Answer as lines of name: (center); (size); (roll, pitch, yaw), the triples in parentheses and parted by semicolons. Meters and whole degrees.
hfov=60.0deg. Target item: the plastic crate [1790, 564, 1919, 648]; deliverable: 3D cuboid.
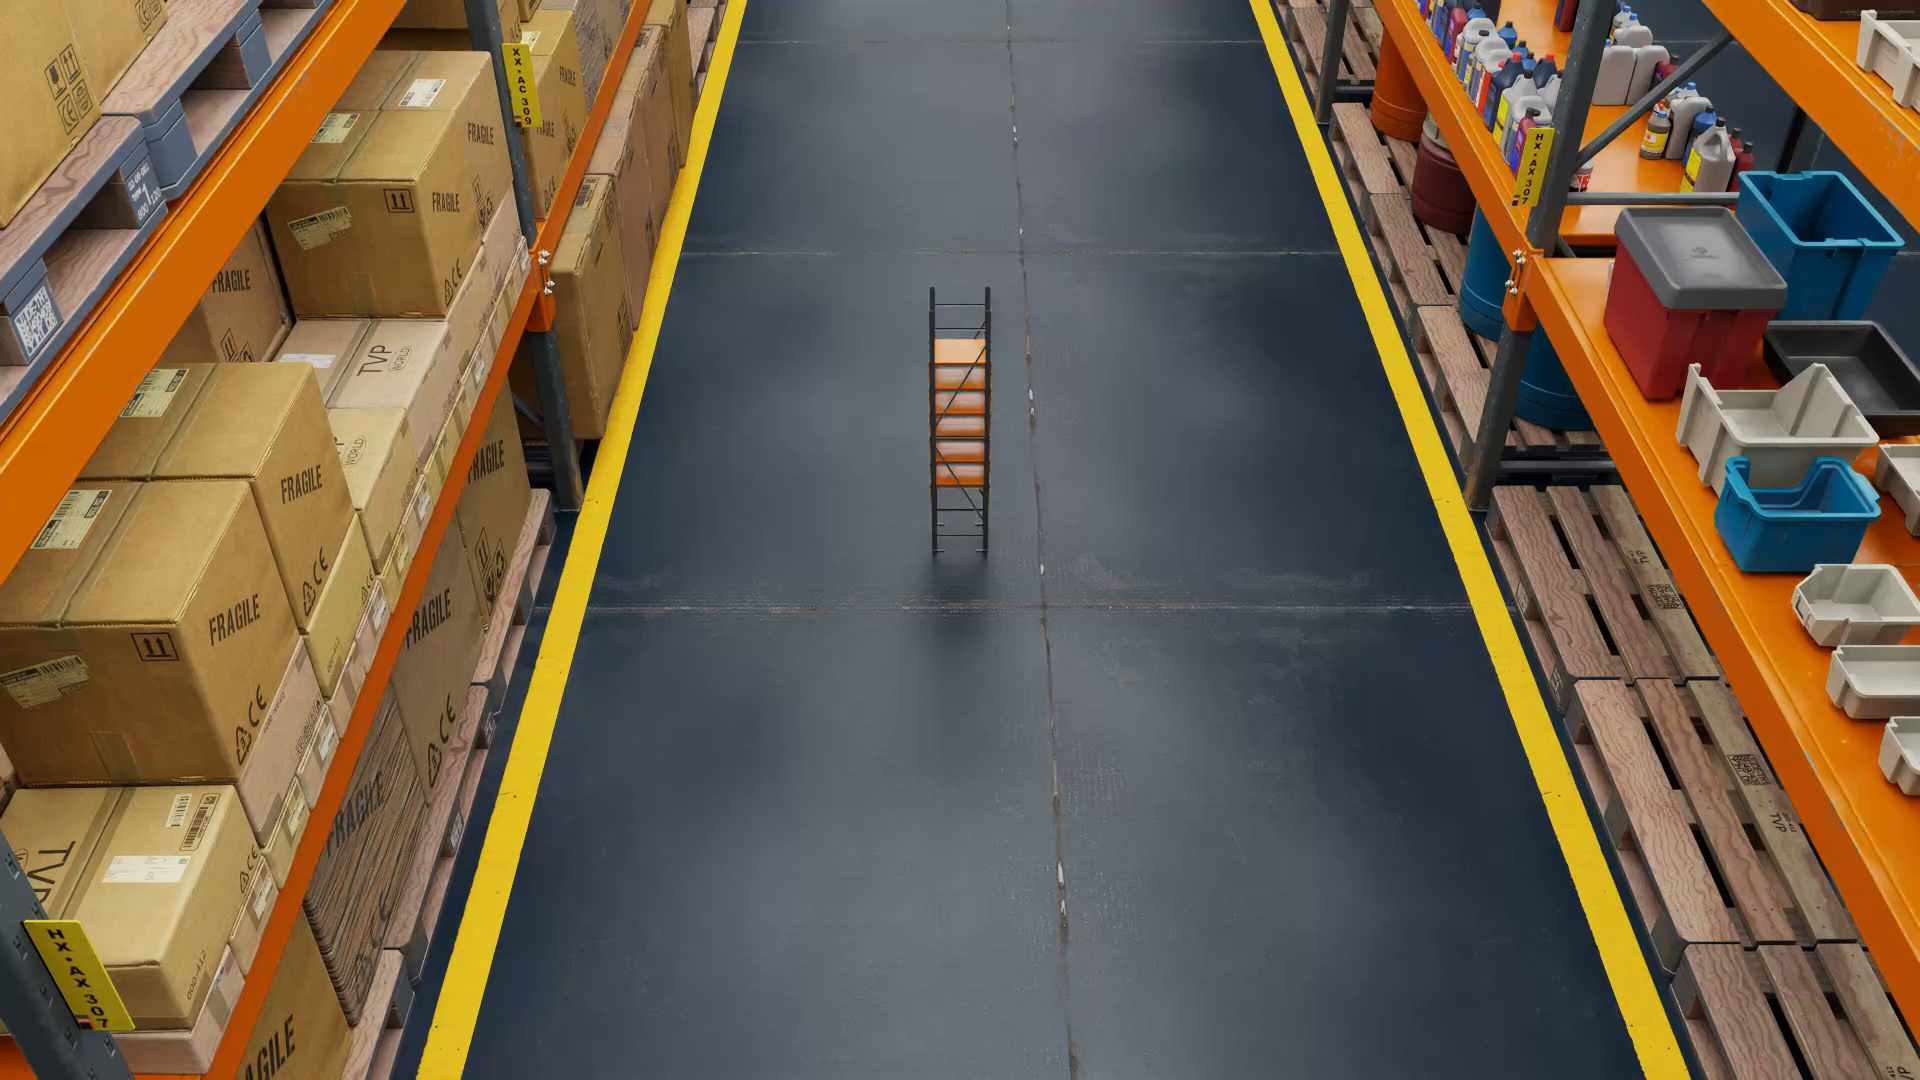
plastic crate: (2.556, 0.201, 4.763); (0.298, 0.136, 0.250); (0, 39, 0)

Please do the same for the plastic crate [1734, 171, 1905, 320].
plastic crate: (3.105, -1.055, 6.132); (0.392, 0.384, 0.575); (0, 39, 0)

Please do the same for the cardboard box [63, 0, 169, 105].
cardboard box: (-2.169, -1.237, 3.500); (0.700, 0.500, 0.500); (-2, 39, -3)

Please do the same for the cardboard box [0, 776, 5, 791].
cardboard box: (-2.449, 0.521, 3.483); (0.500, 0.500, 0.500); (0, 39, 1)

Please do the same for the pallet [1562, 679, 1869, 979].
pallet: (2.807, 0.984, 5.854); (1.003, 0.211, 1.213); (0, 39, 0)

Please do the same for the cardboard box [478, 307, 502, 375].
cardboard box: (-1.861, -0.716, 5.945); (0.380, 0.149, 0.250); (-1, 39, -1)

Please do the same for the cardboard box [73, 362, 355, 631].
cardboard box: (-1.923, -0.111, 4.273); (0.500, 0.500, 0.500); (-1, 39, -1)

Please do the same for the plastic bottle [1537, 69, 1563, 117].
plastic bottle: (2.579, -1.884, 7.242); (0.144, 0.351, 0.185); (0, 39, 0)

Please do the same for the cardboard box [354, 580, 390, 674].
cardboard box: (-1.860, 0.248, 4.743); (0.380, 0.149, 0.250); (0, 39, -1)

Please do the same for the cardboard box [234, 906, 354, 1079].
cardboard box: (-2.266, 1.441, 4.416); (0.875, 0.875, 0.875); (0, 39, 0)

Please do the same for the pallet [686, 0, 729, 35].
pallet: (-2.192, -3.988, 12.058); (1.003, 0.211, 1.213); (0, 39, 0)

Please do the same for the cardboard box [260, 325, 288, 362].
cardboard box: (-2.449, -0.454, 5.300); (0.500, 0.250, 0.500); (1, 39, 1)

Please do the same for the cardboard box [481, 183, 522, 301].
cardboard box: (-1.927, -1.107, 6.115); (0.500, 0.250, 0.500); (-1, 39, -1)

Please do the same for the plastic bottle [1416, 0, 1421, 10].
plastic bottle: (2.410, -2.859, 8.522); (0.097, 0.271, 0.097); (0, 39, 0)

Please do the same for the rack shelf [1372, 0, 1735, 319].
rack shelf: (2.761, -2.299, 8.295); (1.077, 0.370, 4.000); (0, 39, 0)

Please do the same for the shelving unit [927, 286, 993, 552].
shelving unit: (0.000, -0.477, 6.886); (0.258, 1.200, 0.189); (0, 39, 0)

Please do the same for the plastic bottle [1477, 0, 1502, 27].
plastic bottle: (2.586, -2.658, 8.207); (0.144, 0.351, 0.185); (0, 39, 0)

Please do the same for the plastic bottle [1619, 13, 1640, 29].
plastic bottle: (3.169, -2.365, 7.906); (0.097, 0.271, 0.097); (0, 39, 0)

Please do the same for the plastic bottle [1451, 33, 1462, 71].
plastic bottle: (2.410, -2.343, 7.934); (0.097, 0.201, 0.097); (0, 39, 0)

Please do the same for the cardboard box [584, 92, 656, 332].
cardboard box: (-2.212, -1.619, 8.235); (1.225, 0.875, 0.875); (-1, 39, -2)

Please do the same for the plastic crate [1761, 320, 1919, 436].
plastic crate: (3.033, -0.545, 5.704); (0.437, 0.125, 0.590); (0, 39, 0)

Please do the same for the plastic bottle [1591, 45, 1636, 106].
plastic bottle: (2.990, -2.149, 7.633); (0.152, 0.276, 0.135); (0, 39, 0)

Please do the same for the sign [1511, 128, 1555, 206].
sign: (2.213, -1.438, 6.424); (0.100, 0.325, 0.005); (0, 39, 0)

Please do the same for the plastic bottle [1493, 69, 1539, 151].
plastic bottle: (2.435, -1.884, 7.242); (0.144, 0.351, 0.185); (0, 39, 0)

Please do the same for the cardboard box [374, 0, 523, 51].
cardboard box: (-2.199, -2.155, 6.659); (0.797, 0.503, 0.637); (-1, 39, -1)

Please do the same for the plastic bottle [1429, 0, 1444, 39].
plastic bottle: (2.437, -2.644, 8.250); (0.152, 0.276, 0.135); (0, 39, 0)

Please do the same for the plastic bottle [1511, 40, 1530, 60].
plastic bottle: (2.563, -2.165, 7.656); (0.097, 0.271, 0.097); (0, 39, 0)

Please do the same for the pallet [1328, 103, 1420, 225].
pallet: (2.801, -2.249, 9.888); (1.003, 0.211, 1.213); (0, 39, 0)

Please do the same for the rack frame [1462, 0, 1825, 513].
rack frame: (2.763, -1.329, 6.510); (1.000, 3.000, 0.127); (0, 39, 0)

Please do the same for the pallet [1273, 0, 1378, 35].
pallet: (2.798, -3.988, 12.057); (1.003, 0.211, 1.213); (0, 39, 0)

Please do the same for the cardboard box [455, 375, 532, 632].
cardboard box: (-2.269, -0.247, 6.523); (0.875, 0.875, 0.875); (0, 39, 0)

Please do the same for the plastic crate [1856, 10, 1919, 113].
plastic crate: (2.517, -1.187, 4.145); (0.437, 0.136, 0.530); (0, 39, 0)

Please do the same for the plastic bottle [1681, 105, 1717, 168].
plastic bottle: (3.171, -1.725, 7.107); (0.097, 0.271, 0.097); (0, 39, 0)

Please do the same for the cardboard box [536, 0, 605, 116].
cardboard box: (-1.942, -2.280, 7.616); (0.500, 0.500, 0.500); (-1, 39, -1)

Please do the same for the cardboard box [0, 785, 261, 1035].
cardboard box: (-1.916, 0.818, 3.713); (0.500, 0.250, 0.500); (-1, 39, -1)

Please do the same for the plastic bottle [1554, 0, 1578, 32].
plastic bottle: (3.043, -2.702, 8.316); (0.061, 0.283, 0.133); (0, 39, 0)

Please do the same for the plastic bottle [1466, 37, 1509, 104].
plastic bottle: (2.438, -2.155, 7.639); (0.152, 0.276, 0.135); (0, 39, 0)

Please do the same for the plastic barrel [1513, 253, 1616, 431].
plastic barrel: (2.780, -1.014, 7.459); (0.600, 0.901, 0.708); (0, 39, 0)

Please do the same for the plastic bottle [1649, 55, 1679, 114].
plastic bottle: (3.188, -2.069, 7.526); (0.061, 0.283, 0.133); (0, 39, 0)

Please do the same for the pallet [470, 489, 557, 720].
pallet: (-2.267, 0.238, 6.784); (1.003, 0.211, 1.213); (0, 39, 0)

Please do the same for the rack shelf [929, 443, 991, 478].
rack shelf: (0.000, -0.349, 6.989); (0.258, 0.103, 0.180); (0, 39, 0)

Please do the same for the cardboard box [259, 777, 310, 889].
cardboard box: (-1.858, 0.731, 4.140); (0.380, 0.149, 0.250); (-1, 39, -1)

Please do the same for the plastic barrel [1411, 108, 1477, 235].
plastic barrel: (2.777, -2.041, 8.991); (0.600, 0.588, 0.708); (0, 39, 0)

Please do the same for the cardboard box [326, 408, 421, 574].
cardboard box: (-1.926, -0.148, 4.918); (0.500, 0.250, 0.500); (-1, 39, -1)

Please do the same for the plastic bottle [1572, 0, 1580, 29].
plastic bottle: (3.145, -2.744, 8.315); (0.144, 0.351, 0.185); (0, 39, 0)

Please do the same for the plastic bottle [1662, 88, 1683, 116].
plastic bottle: (3.170, -1.903, 7.385); (0.097, 0.201, 0.097); (0, 39, 0)

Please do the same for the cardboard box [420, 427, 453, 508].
cardboard box: (-1.860, -0.233, 5.343); (0.380, 0.149, 0.250); (-1, 39, -1)

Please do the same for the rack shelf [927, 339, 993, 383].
rack shelf: (0.000, -0.724, 6.689); (0.258, 0.103, 0.180); (0, 39, 0)

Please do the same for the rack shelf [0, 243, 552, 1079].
rack shelf: (-2.188, 0.206, 5.170); (1.077, 0.370, 4.000); (0, 39, 0)
